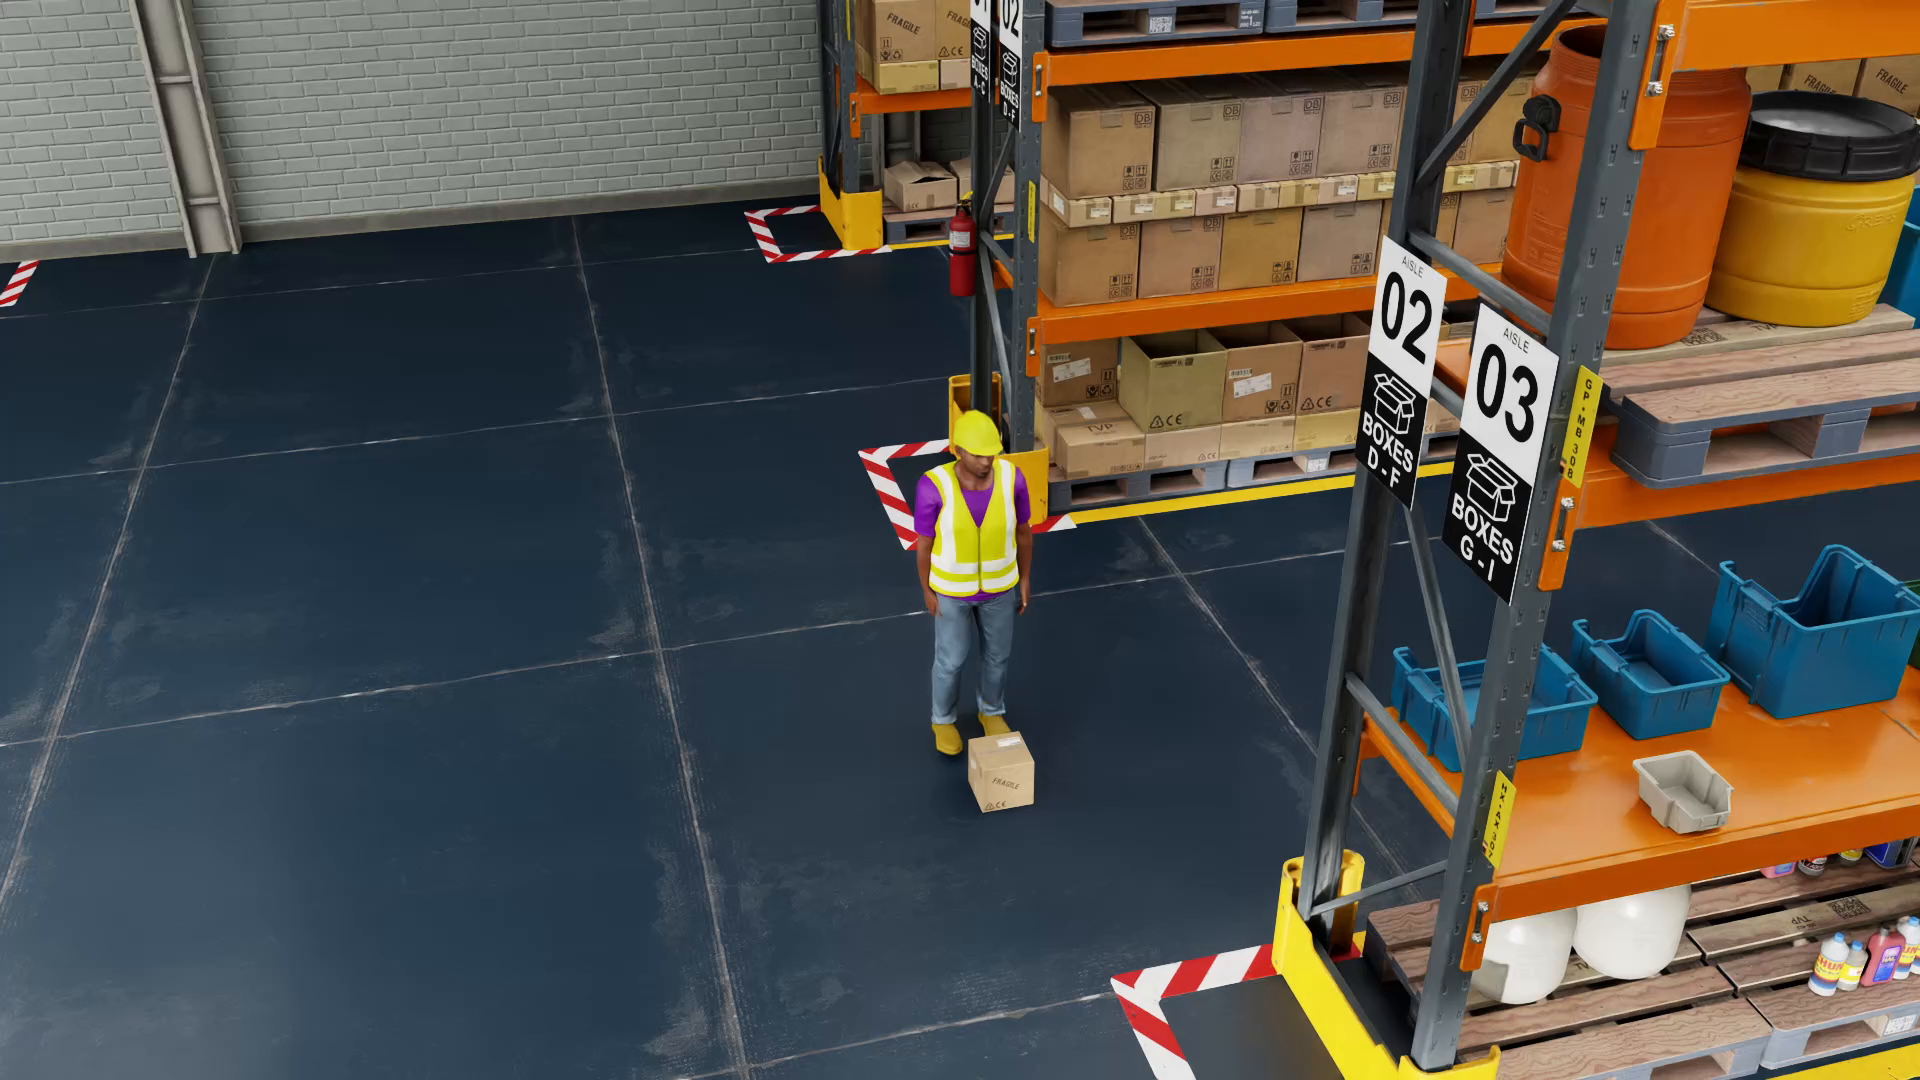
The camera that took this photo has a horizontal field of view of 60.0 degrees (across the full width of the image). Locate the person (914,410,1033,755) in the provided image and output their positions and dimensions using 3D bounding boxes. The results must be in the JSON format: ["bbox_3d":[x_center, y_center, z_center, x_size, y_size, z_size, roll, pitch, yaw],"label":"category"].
[{"bbox_3d":[0.074,0.205,7.868,0.563,1.762,0.365,-7,31,-12],"label":"person"}]
